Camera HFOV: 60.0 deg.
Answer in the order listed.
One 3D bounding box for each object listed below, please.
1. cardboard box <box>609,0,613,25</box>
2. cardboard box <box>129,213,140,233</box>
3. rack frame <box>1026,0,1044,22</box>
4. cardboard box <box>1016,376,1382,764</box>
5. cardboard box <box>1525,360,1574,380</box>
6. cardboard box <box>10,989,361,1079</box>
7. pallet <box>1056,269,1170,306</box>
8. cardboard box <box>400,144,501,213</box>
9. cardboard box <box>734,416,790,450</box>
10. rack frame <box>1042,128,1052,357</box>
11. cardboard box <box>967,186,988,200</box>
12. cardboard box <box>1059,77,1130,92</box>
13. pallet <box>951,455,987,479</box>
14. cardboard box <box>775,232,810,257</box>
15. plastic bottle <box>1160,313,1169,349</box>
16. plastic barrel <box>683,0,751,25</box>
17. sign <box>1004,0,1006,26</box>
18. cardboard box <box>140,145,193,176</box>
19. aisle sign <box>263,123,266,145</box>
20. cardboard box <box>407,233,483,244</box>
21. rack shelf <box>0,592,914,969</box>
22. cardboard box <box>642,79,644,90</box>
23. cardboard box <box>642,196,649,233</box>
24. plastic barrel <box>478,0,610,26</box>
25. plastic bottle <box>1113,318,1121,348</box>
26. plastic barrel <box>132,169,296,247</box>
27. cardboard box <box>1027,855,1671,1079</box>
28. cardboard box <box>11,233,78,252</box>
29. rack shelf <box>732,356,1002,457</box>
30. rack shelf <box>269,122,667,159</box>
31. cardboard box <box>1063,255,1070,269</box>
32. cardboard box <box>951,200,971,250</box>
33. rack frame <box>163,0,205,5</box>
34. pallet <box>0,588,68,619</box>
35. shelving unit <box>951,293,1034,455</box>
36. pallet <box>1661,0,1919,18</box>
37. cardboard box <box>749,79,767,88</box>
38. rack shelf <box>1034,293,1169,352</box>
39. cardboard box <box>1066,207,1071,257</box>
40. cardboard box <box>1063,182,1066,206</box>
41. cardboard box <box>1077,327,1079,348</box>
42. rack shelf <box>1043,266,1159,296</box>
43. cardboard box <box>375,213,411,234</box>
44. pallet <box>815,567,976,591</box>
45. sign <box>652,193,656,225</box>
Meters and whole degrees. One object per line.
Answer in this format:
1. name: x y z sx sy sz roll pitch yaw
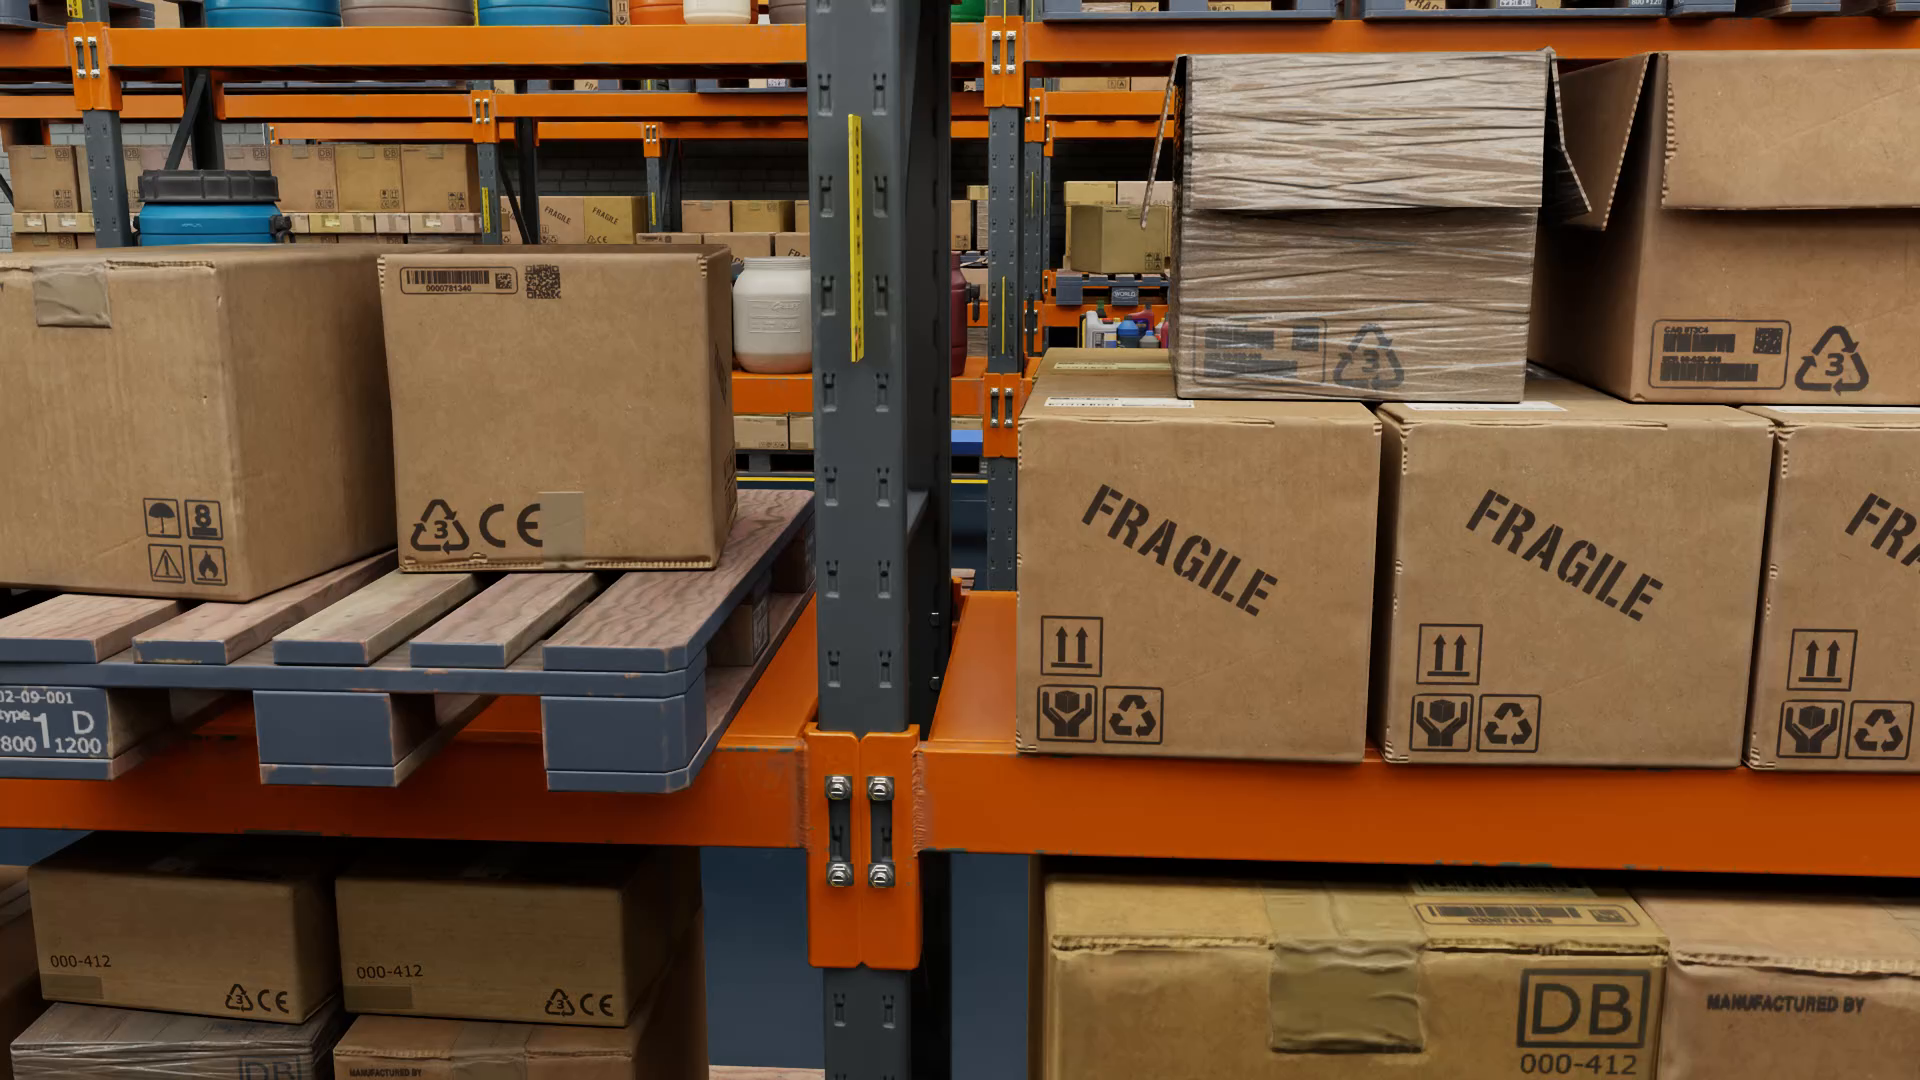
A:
1. cardboard box: -2.826 -4.020 12.344 0.500 0.500 0.500 1 12 4
2. cardboard box: -6.289 -2.430 12.732 0.250 0.149 0.380 1 12 3
3. rack frame: 0.552 -4.951 11.958 0.127 3.000 1.000 1 12 4
4. cardboard box: 0.353 0.022 2.590 0.500 0.500 0.500 1 12 5
5. cardboard box: 0.893 -0.076 3.059 0.500 0.500 0.500 1 12 3
6. cardboard box: -1.337 1.007 3.157 0.500 0.500 0.700 0 12 -1
7. pallet: 1.233 -1.926 12.616 1.003 0.211 1.213 1 12 4
8. cardboard box: -3.882 -2.758 12.714 0.500 0.500 0.700 1 12 4
9. cardboard box: -1.518 -0.852 12.704 0.500 0.250 0.500 1 12 5
10. rack frame: 0.880 -3.027 17.411 0.127 3.000 1.000 1 12 4
11. cardboard box: 0.211 -3.608 17.289 0.250 0.149 0.380 -1 12 -6
12. cardboard box: 0.990 -3.533 12.260 0.500 0.500 0.910 1 12 4
13. pallet: -0.266 -0.669 12.950 1.213 0.211 1.003 1 12 4
14. cardboard box: -1.123 -2.083 12.656 0.500 0.500 0.500 0 12 1
15. plastic bottle: 0.953 -0.860 7.337 0.133 0.283 0.061 1 12 4
16. plastic barrel: -1.067 -2.373 7.297 0.301 0.262 0.301 0 12 0
17. sign: 0.188 -2.307 6.901 0.005 0.325 0.100 1 12 4
18. cardboard box: -5.884 -2.785 12.845 0.500 0.500 0.700 1 12 4
19. aisle sign: -7.194 -4.348 17.380 0.004 0.787 0.394 1 12 4
20. cardboard box: -3.882 -2.123 12.847 0.500 0.500 0.700 0 12 2
21. rack shelf: -2.109 0.334 3.102 4.000 0.370 1.077 1 12 4
22. cardboard box: -3.583 -4.666 17.631 0.500 0.500 0.500 1 12 6
23. cardboard box: -3.566 -3.434 17.844 0.500 0.500 0.500 1 12 2
24. plastic barrel: -1.946 -2.790 7.732 0.708 0.901 0.600 1 12 4
25. plastic bottle: 0.764 -0.982 8.120 0.097 0.201 0.097 0 12 0
26. plastic barrel: -3.408 -1.236 7.624 0.708 0.901 0.600 1 12 4
27. cardboard box: 0.574 0.857 3.007 0.875 0.875 1.225 0 12 1
28. cardboard box: -6.965 -2.164 13.043 0.500 0.500 0.700 1 12 4
29. rack shelf: -1.778 -0.678 7.940 4.000 0.370 1.077 1 12 4
30. rack shelf: -5.107 -4.225 17.570 4.000 0.370 1.077 1 12 4
31. cardboard box: 1.193 -2.862 17.187 0.250 0.149 0.380 1 12 3
32. cardboard box: -0.149 -3.297 17.386 0.500 0.500 0.700 0 12 -2
33. rack frame: -3.773 -3.994 7.383 0.127 3.000 1.000 1 12 4
34. pallet: -2.091 0.084 3.007 1.213 0.211 1.003 1 12 4
35. shelving unit: -0.085 -0.735 10.120 1.048 1.500 0.538 1 12 4
36. pallet: 3.420 -2.314 7.142 1.003 0.211 1.213 1 12 4
37. cardboard box: -1.957 -4.679 17.177 0.500 0.311 0.500 1 12 6
38. rack shelf: 2.548 -1.635 12.515 4.000 0.370 1.077 1 12 4
39. cardboard box: 1.347 -3.172 17.086 0.500 0.500 0.500 1 12 5
40. cardboard box: 1.350 -3.645 17.515 0.500 0.250 0.500 1 12 5
41. cardboard box: 1.605 -2.143 17.412 0.750 0.750 0.750 1 12 3
42. rack shelf: 2.875 -2.647 17.354 4.000 0.370 1.077 1 12 4
43. cardboard box: -4.232 -2.403 12.599 0.250 0.149 0.380 0 12 2
44. pallet: -0.553 0.344 8.109 1.213 0.211 1.003 1 12 4
45. sign: -3.140 -3.394 17.053 0.005 0.325 0.100 1 12 4
